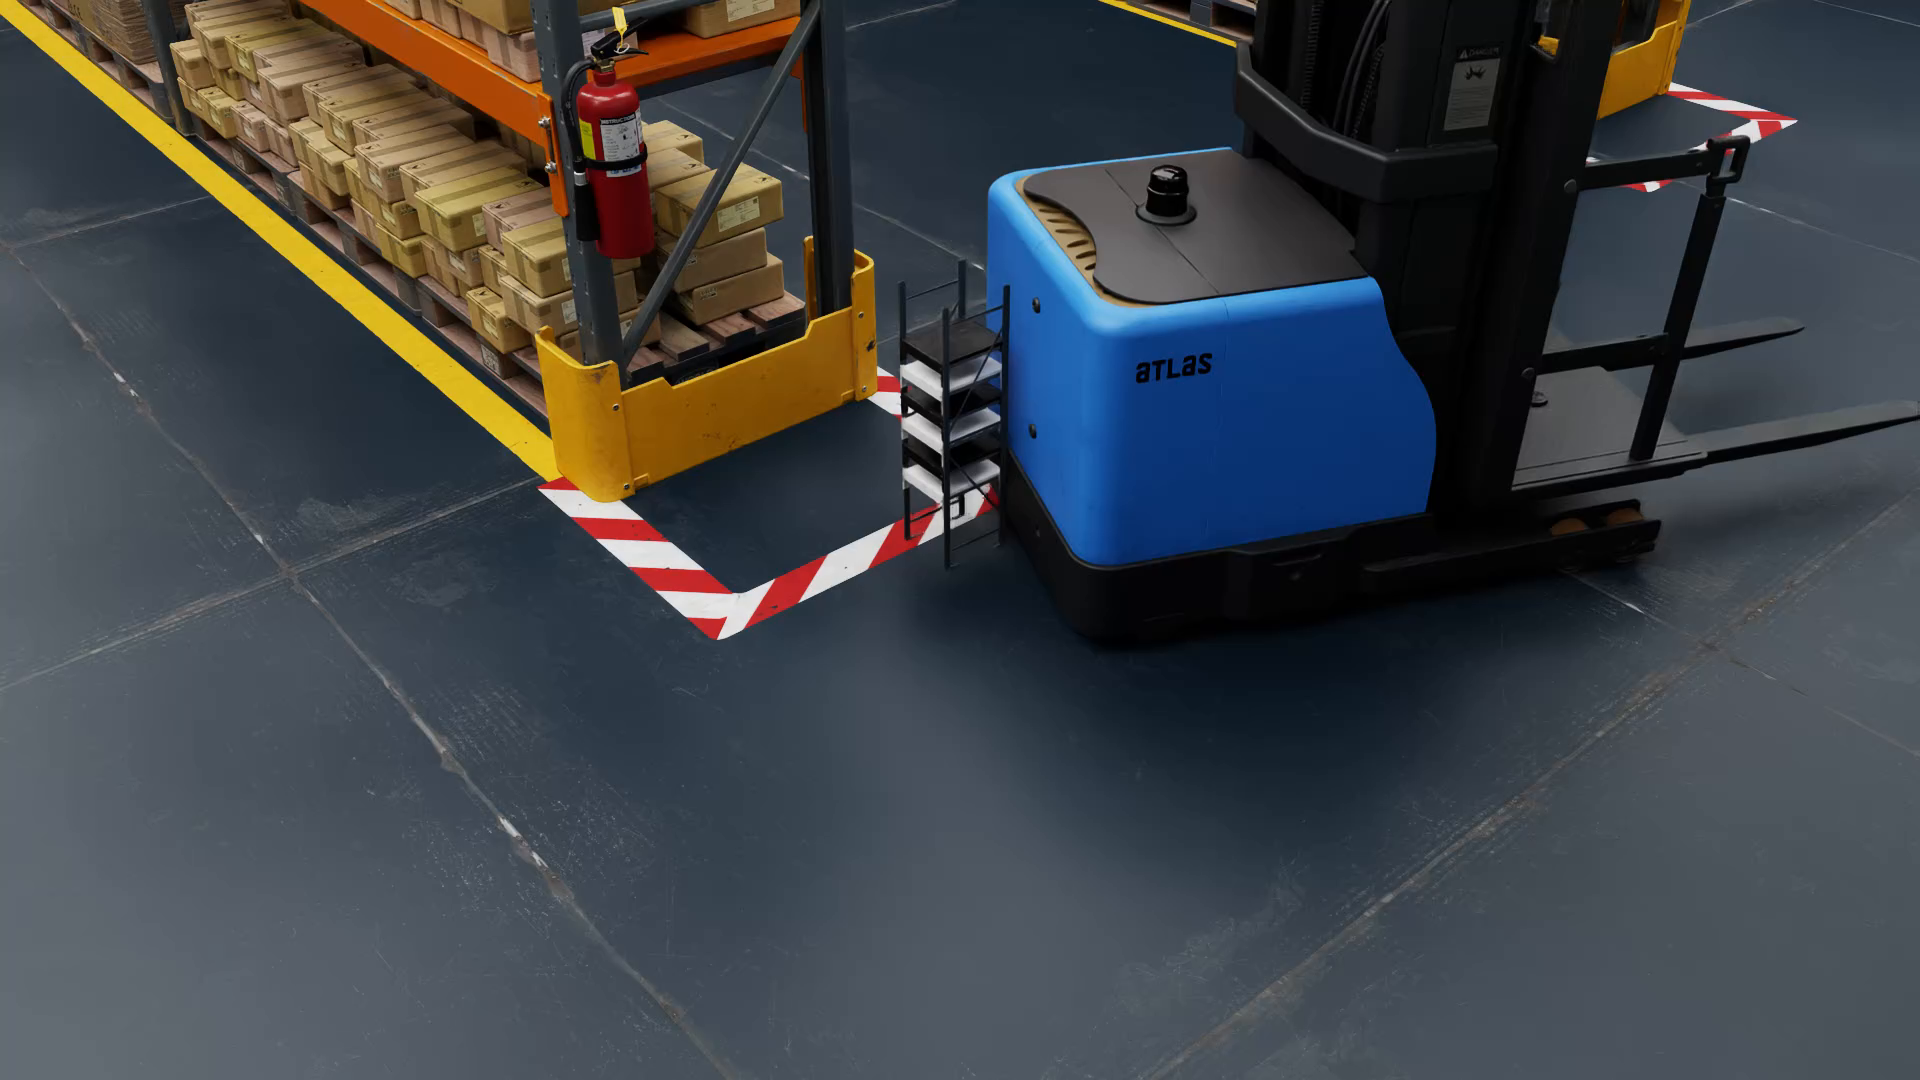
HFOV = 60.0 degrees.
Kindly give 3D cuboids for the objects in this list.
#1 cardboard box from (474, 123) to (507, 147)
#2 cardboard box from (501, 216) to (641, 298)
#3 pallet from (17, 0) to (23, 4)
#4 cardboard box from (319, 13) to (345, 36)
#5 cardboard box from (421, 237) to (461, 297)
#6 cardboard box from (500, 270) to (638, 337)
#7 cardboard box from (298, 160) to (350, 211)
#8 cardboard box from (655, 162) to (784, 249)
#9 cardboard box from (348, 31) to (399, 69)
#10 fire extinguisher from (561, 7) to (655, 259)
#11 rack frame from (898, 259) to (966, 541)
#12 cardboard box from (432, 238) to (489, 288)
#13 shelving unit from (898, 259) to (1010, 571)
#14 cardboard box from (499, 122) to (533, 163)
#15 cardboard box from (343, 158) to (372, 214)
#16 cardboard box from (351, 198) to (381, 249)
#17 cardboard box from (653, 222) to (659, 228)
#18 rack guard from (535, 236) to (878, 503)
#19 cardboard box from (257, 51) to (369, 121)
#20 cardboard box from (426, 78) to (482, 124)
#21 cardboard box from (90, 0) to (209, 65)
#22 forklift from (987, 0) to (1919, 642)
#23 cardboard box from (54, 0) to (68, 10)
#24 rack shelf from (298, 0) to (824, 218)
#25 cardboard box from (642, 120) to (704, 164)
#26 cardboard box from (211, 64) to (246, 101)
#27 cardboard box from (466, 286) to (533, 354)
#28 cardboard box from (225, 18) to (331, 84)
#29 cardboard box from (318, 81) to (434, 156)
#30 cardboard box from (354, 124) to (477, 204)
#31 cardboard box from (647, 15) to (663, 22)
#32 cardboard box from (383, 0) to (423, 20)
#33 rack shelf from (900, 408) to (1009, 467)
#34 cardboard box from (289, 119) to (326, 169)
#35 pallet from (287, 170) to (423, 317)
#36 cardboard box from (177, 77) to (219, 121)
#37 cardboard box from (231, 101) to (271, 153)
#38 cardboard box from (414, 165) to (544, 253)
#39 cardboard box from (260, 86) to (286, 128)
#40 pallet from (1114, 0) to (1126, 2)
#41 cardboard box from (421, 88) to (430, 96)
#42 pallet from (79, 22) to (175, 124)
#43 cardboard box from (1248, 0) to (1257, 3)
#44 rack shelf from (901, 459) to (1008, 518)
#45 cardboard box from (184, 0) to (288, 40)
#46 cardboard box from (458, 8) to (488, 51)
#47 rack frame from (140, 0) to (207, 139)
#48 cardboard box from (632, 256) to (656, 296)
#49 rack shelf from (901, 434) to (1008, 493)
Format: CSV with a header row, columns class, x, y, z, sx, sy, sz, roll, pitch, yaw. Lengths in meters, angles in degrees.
class,x,y,z,sx,sy,sz,roll,pitch,yaw
cardboard box,-1.813,-1.603,6.764,0.380,0.149,0.250,-24,42,-30
cardboard box,-1.314,-0.980,5.627,0.380,0.149,0.250,-25,43,-31
pallet,-5.438,-3.638,10.204,1.003,0.211,1.213,-26,43,-32
cardboard box,-2.736,-2.448,7.700,0.380,0.149,0.250,-25,43,-31
cardboard box,-1.795,-1.081,6.284,0.380,0.149,0.250,-26,43,-31
cardboard box,-1.337,-0.846,5.695,0.380,0.149,0.250,-27,44,-33
cardboard box,-2.502,-1.525,6.912,0.380,0.149,0.250,-27,44,-33
cardboard box,-0.857,-1.198,5.935,0.380,0.149,0.250,-28,44,-34
cardboard box,-2.462,-2.198,7.346,0.380,0.149,0.250,-25,42,-30
fire extinguisher,-0.969,-1.123,4.629,0.296,0.674,0.183,-26,43,-32
rack frame,-0.080,-0.408,5.047,0.240,0.900,0.006,-25,42,-30
cardboard box,-1.674,-1.074,6.018,0.380,0.149,0.250,-28,44,-33
shelving unit,-0.017,-0.361,4.982,0.258,0.900,0.210,-25,42,-30
cardboard box,-1.587,-1.639,6.557,0.380,0.149,0.250,-24,42,-30
cardboard box,-2.169,-1.418,6.503,0.380,0.149,0.250,-24,42,-30
cardboard box,-2.168,-1.298,6.591,0.380,0.149,0.250,-25,42,-31
cardboard box,-1.054,-1.188,6.178,0.380,0.149,0.250,-26,43,-32
rack guard,-0.828,-0.603,5.669,1.175,0.500,0.348,-26,43,-32
cardboard box,-2.675,-1.891,6.913,0.380,0.149,0.250,-25,42,-31
cardboard box,-1.957,-1.847,6.852,0.380,0.149,0.250,-26,43,-32
cardboard box,-4.030,-2.740,8.323,0.500,0.500,0.500,-27,43,-33
forklift,1.644,-1.380,4.662,3.031,2.935,1.130,-10,36,-13
cardboard box,-4.688,-3.195,8.965,0.500,0.500,0.500,-27,43,-33
rack shelf,-2.069,-2.179,6.354,1.077,0.370,4.000,-26,43,-32
cardboard box,-1.192,-1.434,6.269,0.380,0.149,0.250,-26,43,-32
cardboard box,-3.139,-2.127,7.505,0.380,0.149,0.250,-26,43,-31
cardboard box,-1.521,-0.828,5.927,0.380,0.149,0.250,-25,42,-30
cardboard box,-2.963,-2.140,7.265,0.380,0.149,0.250,-27,43,-32
cardboard box,-2.307,-1.678,6.612,0.380,0.149,0.250,-26,43,-32
cardboard box,-2.031,-1.415,6.241,0.380,0.149,0.250,-24,42,-30
cardboard box,-0.933,-1.849,5.483,0.380,0.149,0.250,-24,42,-30
cardboard box,-1.693,-1.859,5.496,0.380,0.149,0.250,-25,42,-31
rack shelf,-0.017,-0.334,5.001,0.258,0.077,0.200,-25,42,-30
cardboard box,-2.508,-1.648,6.827,0.380,0.149,0.250,-26,43,-32
pallet,-2.108,-1.396,7.038,1.003,0.211,1.213,-26,43,-32
cardboard box,-3.370,-2.083,7.699,0.380,0.149,0.250,-28,44,-34
cardboard box,-2.998,-1.875,7.406,0.380,0.149,0.250,-26,43,-32
cardboard box,-1.696,-1.179,5.908,0.380,0.149,0.250,-27,43,-33
cardboard box,-2.782,-1.913,7.202,0.380,0.149,0.250,-28,44,-34
pallet,0.925,-3.658,10.233,1.003,0.211,1.213,-26,43,-32
cardboard box,-2.119,-1.860,7.126,0.380,0.149,0.250,-28,44,-34
pallet,-3.863,-2.561,8.683,1.003,0.211,1.213,-26,43,-32
cardboard box,2.014,-3.354,8.865,0.875,0.875,0.875,-26,43,-32
rack shelf,-0.017,-0.187,5.105,0.258,0.077,0.200,-25,42,-30
cardboard box,-3.296,-2.377,7.600,0.380,0.149,0.250,-24,42,-30
cardboard box,-1.337,-1.650,5.201,0.380,0.149,0.250,-26,43,-32
rack frame,-3.360,-3.356,7.393,1.000,3.000,0.127,-26,43,-32
cardboard box,-1.104,-1.033,6.217,0.380,0.149,0.250,-26,43,-32
rack shelf,-0.017,-0.261,5.053,0.258,0.077,0.200,-25,42,-30
